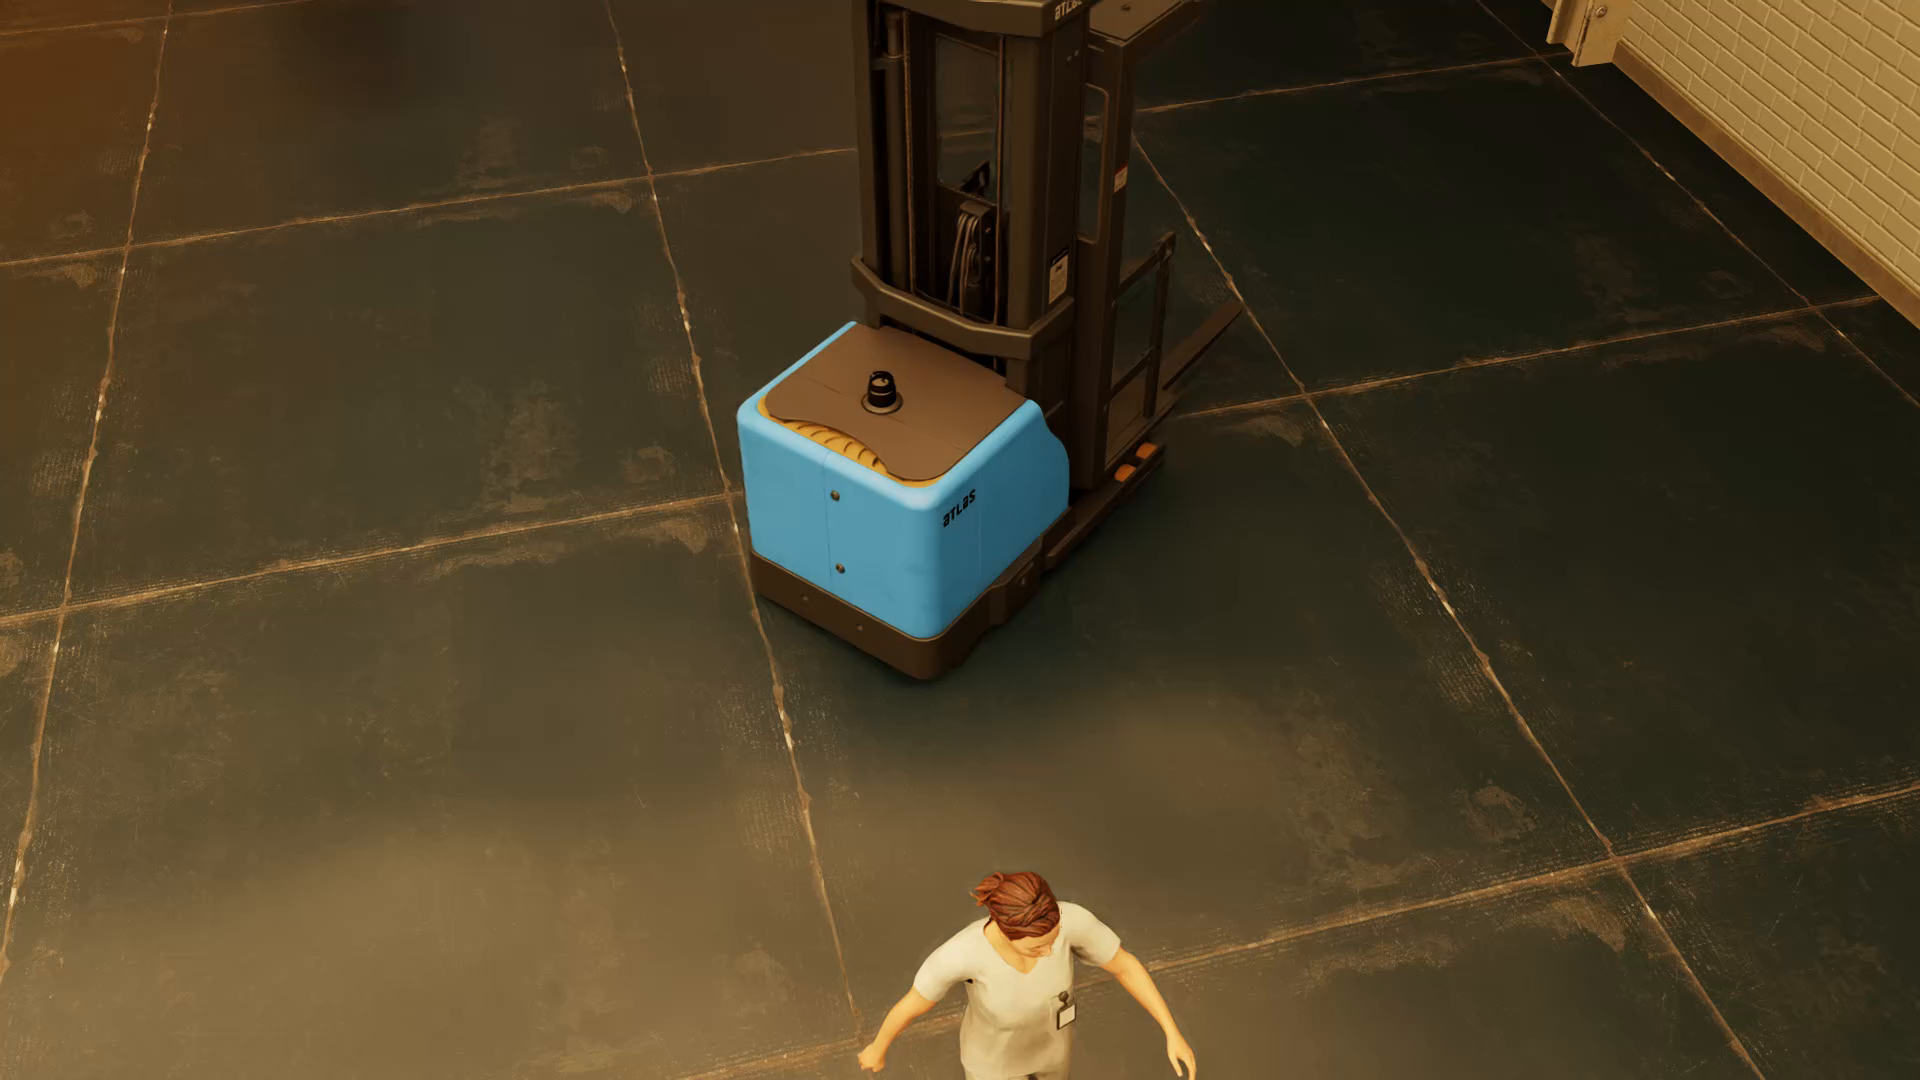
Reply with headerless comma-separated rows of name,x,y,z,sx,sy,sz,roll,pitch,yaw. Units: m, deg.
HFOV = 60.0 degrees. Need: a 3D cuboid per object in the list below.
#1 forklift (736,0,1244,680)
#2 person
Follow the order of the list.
forklift,0.339,-1.445,7.174,1.130,2.935,3.031,27,49,25
person,0.160,1.539,4.960,0.857,1.657,0.735,-16,46,-17
